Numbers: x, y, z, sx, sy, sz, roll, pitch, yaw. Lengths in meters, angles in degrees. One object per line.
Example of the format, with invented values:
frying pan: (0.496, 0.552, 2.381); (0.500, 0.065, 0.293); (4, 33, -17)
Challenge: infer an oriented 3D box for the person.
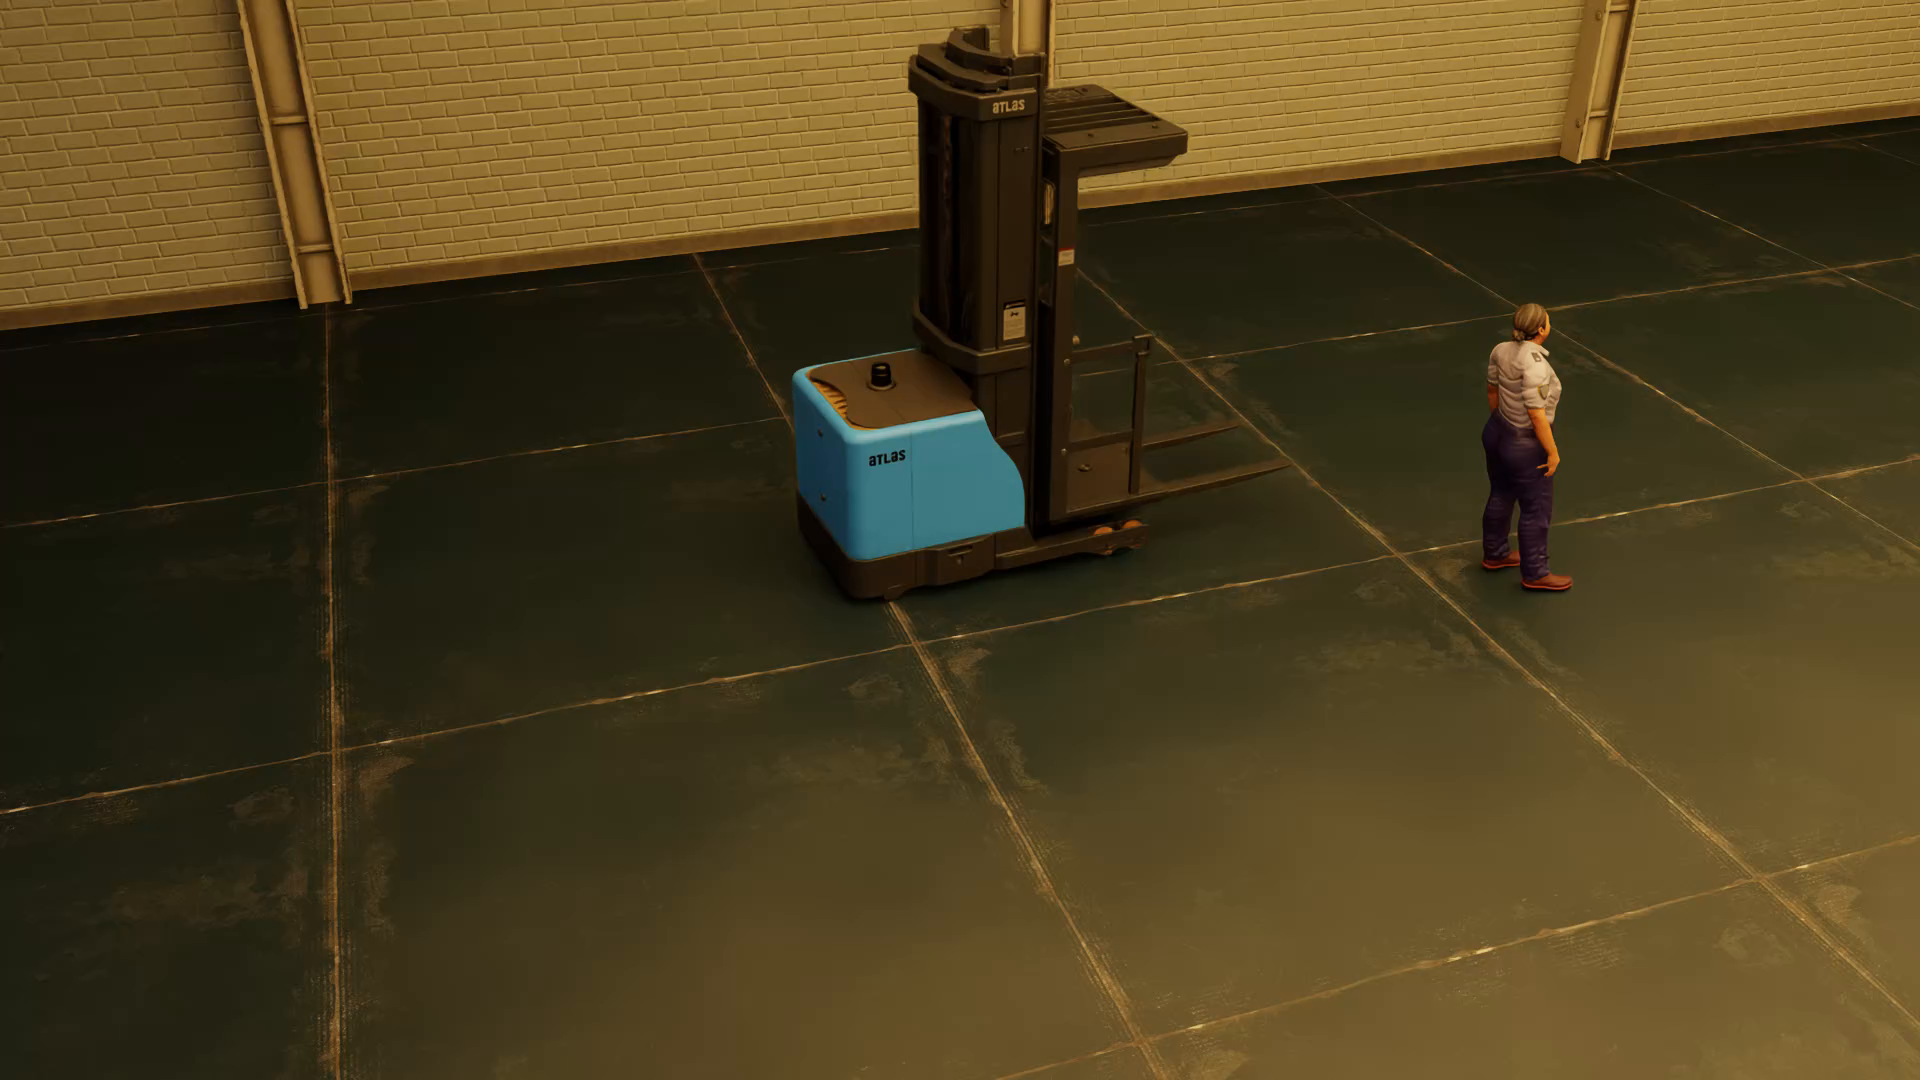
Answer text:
person: (3.213, -0.543, 9.305); (0.500, 1.651, 0.594); (-8, 31, -13)

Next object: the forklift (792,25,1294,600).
forklift: (0.578, -1.407, 9.533); (3.031, 2.935, 1.130); (-12, 32, -20)
